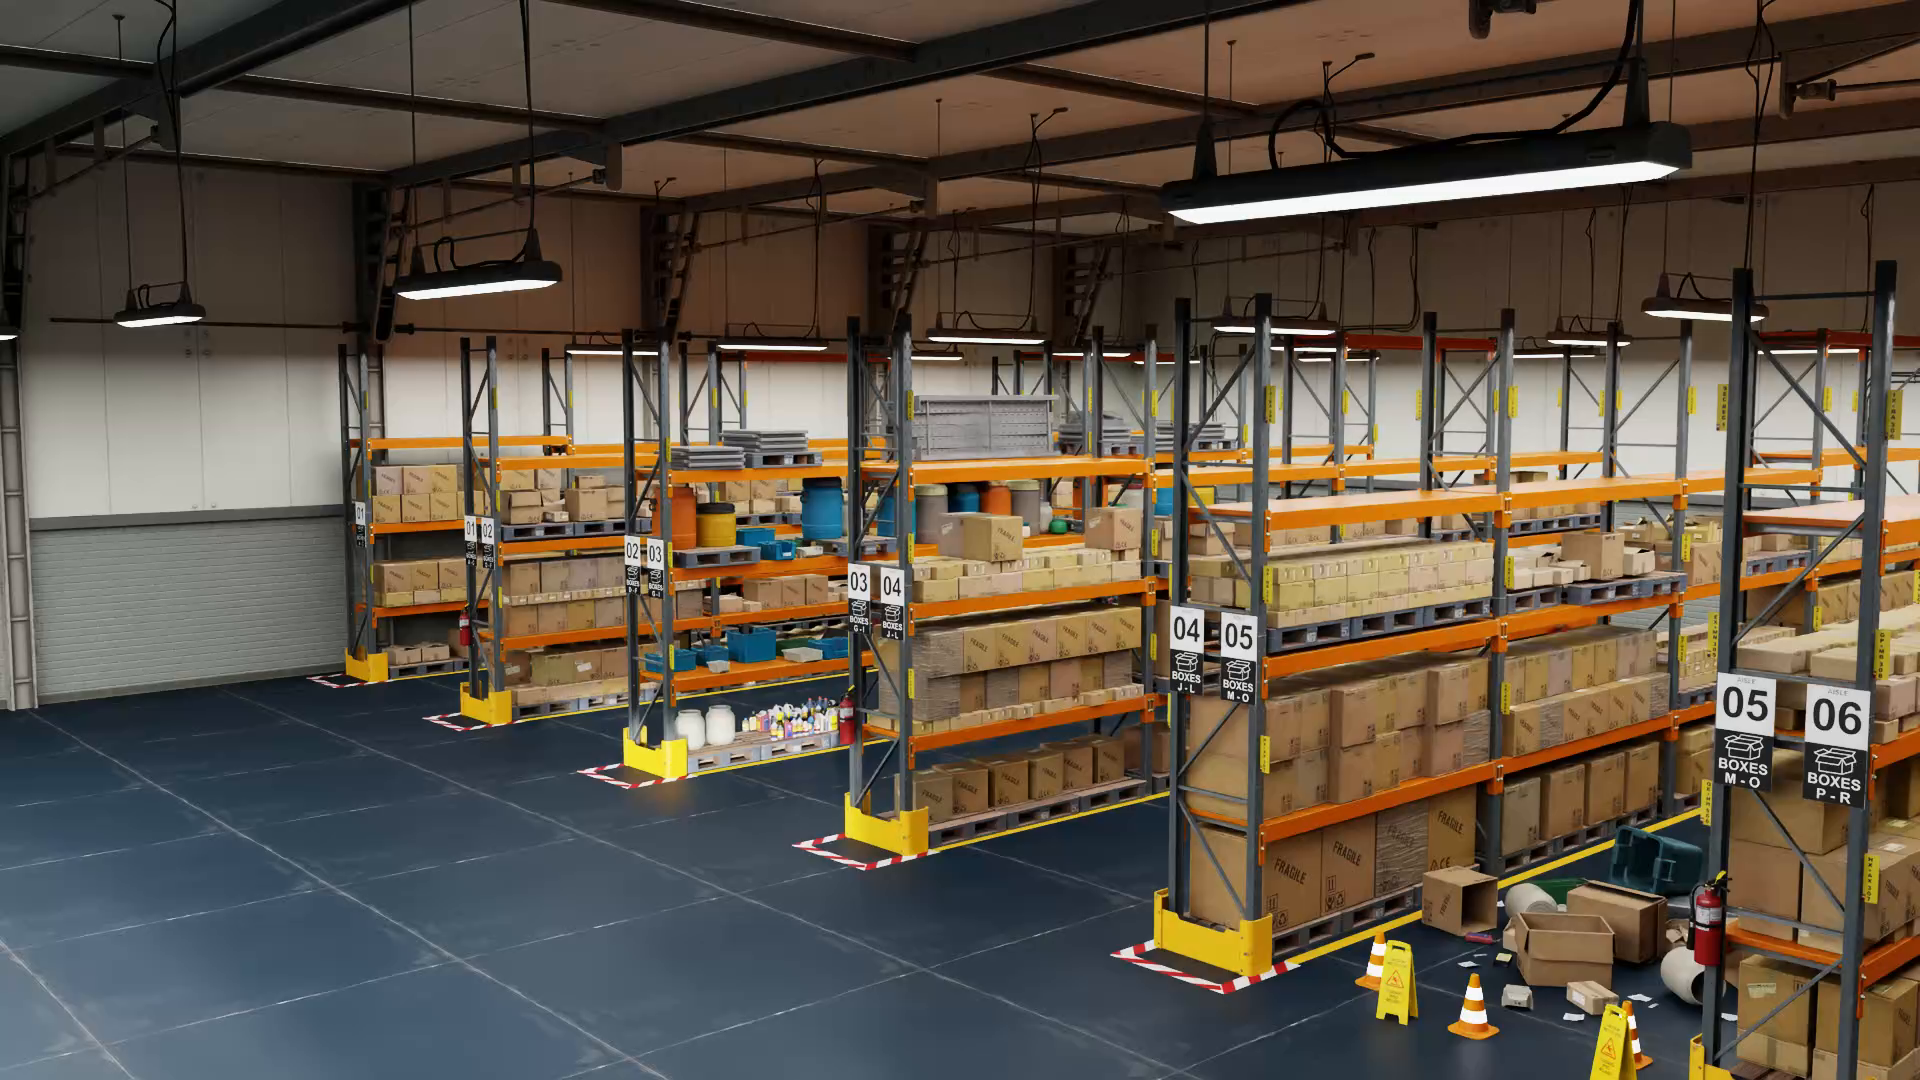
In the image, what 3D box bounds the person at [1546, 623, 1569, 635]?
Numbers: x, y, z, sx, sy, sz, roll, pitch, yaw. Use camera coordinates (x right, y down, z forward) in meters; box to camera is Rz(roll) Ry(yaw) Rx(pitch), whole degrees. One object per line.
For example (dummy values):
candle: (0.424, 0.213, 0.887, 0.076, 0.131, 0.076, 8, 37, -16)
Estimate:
person: (9.222, 2.019, 25.683, 0.628, 1.767, 0.727, 4, 7, 41)
